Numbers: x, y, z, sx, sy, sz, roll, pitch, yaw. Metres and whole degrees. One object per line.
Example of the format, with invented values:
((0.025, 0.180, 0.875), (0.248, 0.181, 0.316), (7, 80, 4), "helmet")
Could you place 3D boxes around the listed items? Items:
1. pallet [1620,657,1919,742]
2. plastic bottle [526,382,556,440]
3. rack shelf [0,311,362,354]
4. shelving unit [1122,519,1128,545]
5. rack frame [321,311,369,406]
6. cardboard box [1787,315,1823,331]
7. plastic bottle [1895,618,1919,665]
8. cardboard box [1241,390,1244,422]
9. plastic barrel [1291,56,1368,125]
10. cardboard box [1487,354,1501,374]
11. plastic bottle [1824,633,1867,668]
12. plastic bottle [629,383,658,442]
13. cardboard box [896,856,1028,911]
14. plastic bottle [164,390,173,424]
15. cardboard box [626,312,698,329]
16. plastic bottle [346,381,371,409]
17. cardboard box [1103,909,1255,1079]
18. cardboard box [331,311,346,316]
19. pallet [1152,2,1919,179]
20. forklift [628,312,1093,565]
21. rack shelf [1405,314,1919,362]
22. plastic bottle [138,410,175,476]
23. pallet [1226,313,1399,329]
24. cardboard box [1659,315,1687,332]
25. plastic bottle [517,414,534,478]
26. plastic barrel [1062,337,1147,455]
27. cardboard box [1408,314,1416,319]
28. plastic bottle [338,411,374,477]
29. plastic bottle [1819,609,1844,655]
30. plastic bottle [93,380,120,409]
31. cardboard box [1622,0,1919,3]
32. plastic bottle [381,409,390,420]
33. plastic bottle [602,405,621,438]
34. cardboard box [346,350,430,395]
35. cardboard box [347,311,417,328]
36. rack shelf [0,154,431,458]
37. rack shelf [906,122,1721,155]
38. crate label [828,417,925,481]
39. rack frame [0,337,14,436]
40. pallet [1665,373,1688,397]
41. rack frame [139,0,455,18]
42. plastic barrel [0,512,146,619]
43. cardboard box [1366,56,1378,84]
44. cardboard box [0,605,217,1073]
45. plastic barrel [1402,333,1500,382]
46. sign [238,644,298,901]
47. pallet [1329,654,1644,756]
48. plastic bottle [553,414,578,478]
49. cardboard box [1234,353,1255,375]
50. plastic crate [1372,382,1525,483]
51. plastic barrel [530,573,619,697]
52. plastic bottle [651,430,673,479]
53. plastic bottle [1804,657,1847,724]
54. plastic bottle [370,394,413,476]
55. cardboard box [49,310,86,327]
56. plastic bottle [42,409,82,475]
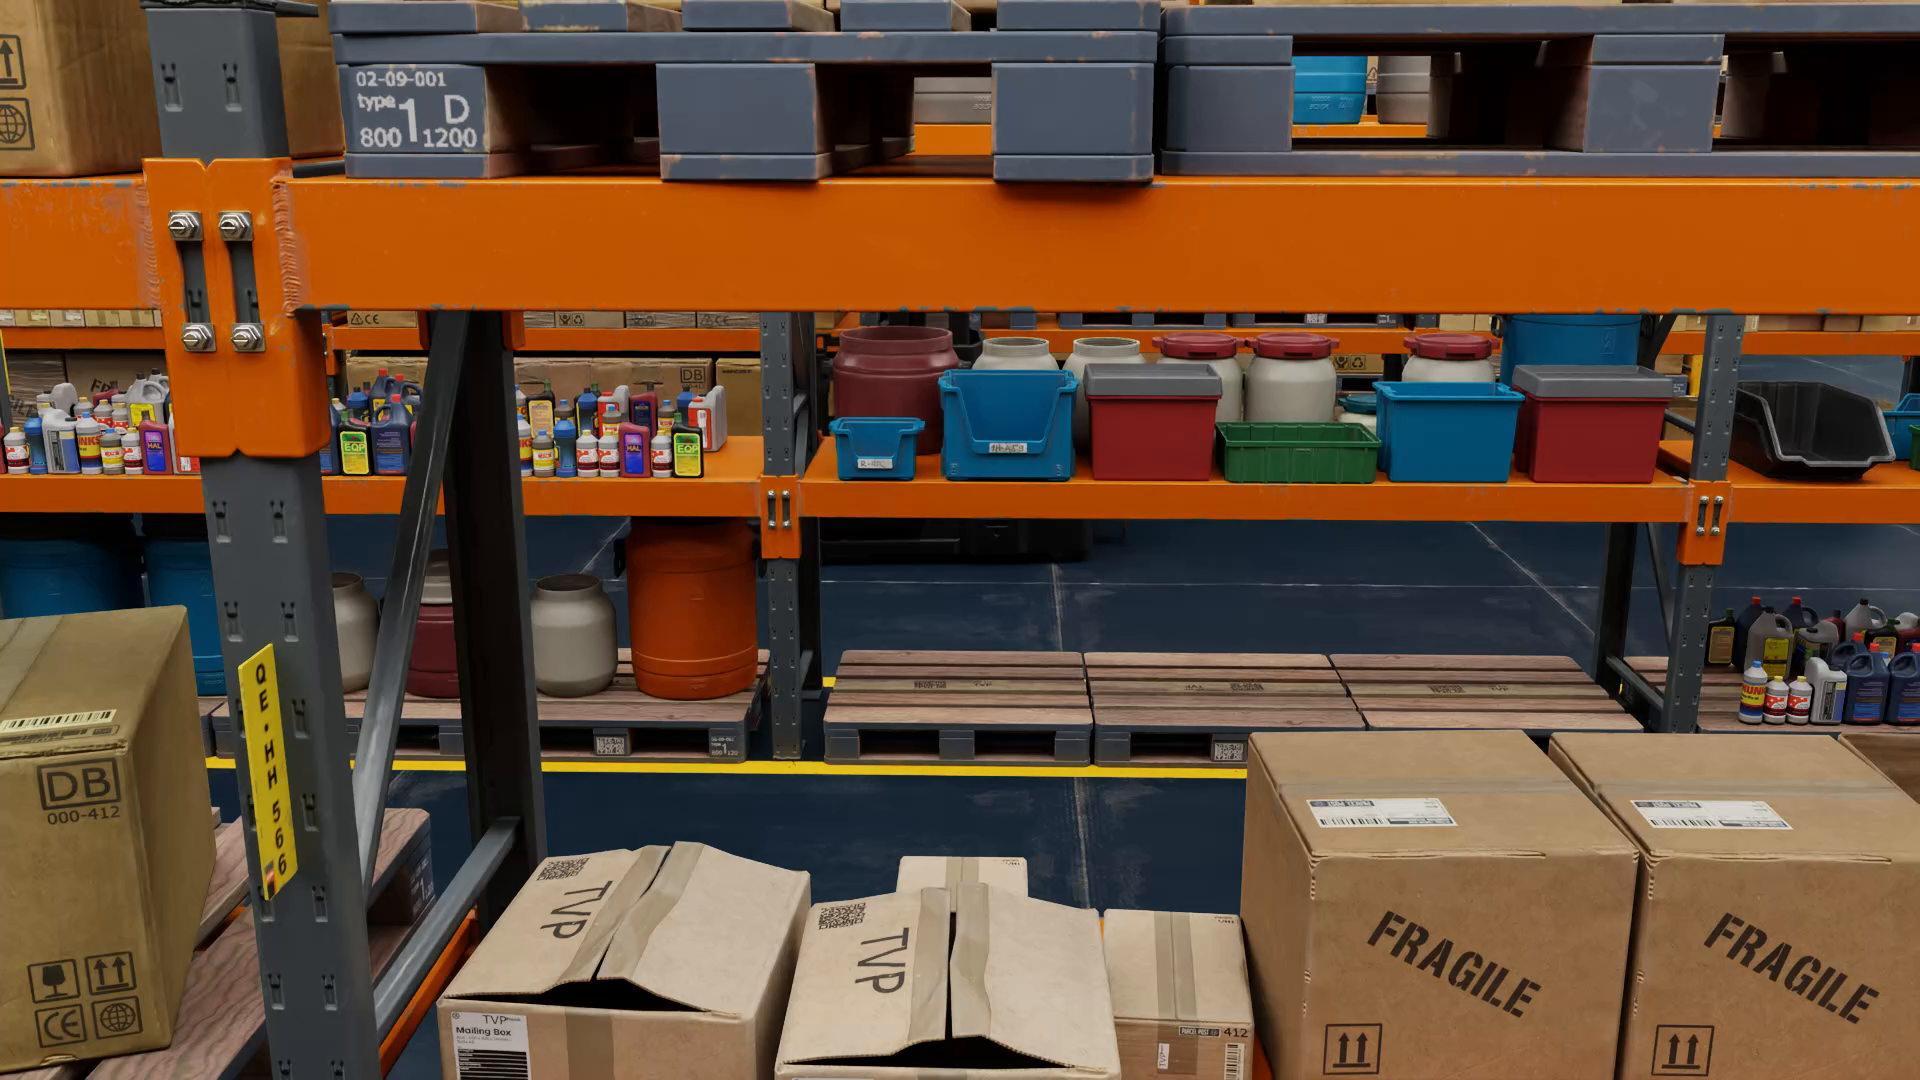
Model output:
((3.895, 0.814, 7.840), (1.213, 0.211, 1.003), (0, 15, 1), "pallet")
((-2.024, -0.621, 8.042), (0.133, 0.283, 0.061), (0, 15, 1), "plastic bottle")
((-6.645, -1.529, 12.667), (4.000, 0.370, 1.077), (0, 15, 1), "rack shelf")
((1.024, -0.504, 11.165), (0.252, 1.050, 0.215), (4, 15, 1), "shelving unit")
((-4.646, -1.864, 12.526), (0.127, 3.000, 1.000), (0, 15, 1), "rack frame")
((6.061, -1.622, 12.099), (0.250, 0.149, 0.380), (0, 15, 1), "cardboard box")
((4.551, 0.515, 7.970), (0.133, 0.283, 0.061), (0, 15, 1), "plastic bottle")
((2.262, -0.834, 12.657), (0.500, 0.500, 0.700), (0, 15, 1), "cardboard box")
((1.404, -2.198, 6.929), (0.708, 0.901, 0.600), (0, 15, 1), "plastic barrel")
((5.108, -2.225, 17.236), (0.875, 0.875, 0.875), (0, 15, 2), "cardboard box")
((4.025, 0.593, 7.541), (0.185, 0.351, 0.144), (0, 15, 1), "plastic bottle")
((-1.525, -0.618, 8.030), (0.133, 0.283, 0.061), (0, 15, 1), "plastic bottle")
((0.002, 0.745, 3.129), (0.250, 0.149, 0.380), (0, 15, 1), "cardboard box")
((-3.664, -0.617, 7.894), (0.185, 0.351, 0.144), (0, 15, 1), "plastic bottle")
((-2.164, -1.834, 12.215), (0.500, 0.500, 0.500), (0, 15, 0), "cardboard box")
((-2.902, -0.627, 8.064), (0.133, 0.283, 0.061), (0, 15, 1), "plastic bottle")
((0.372, 0.804, 2.907), (0.250, 0.149, 0.380), (1, 15, 6), "cardboard box")
((-4.933, -1.829, 12.887), (0.250, 0.149, 0.380), (0, 15, 2), "cardboard box")
((0.895, -0.683, 2.538), (1.213, 0.211, 1.003), (1, 15, 4), "pallet")
((-0.660, -1.392, 10.872), (3.031, 2.935, 1.130), (0, 15, -2), "forklift")
((5.351, -1.451, 12.371), (4.000, 0.370, 1.077), (0, 15, 1), "rack shelf")
((-3.529, -0.428, 7.310), (0.133, 0.283, 0.061), (0, 15, 1), "plastic bottle")
((2.591, -1.761, 12.512), (1.213, 0.211, 1.003), (0, 15, 1), "pallet")
((5.059, -1.606, 12.040), (0.250, 0.149, 0.380), (0, 15, 1), "cardboard box")
((-1.924, -0.416, 7.289), (0.097, 0.271, 0.097), (0, 15, 0), "plastic bottle")
((0.681, -0.674, 7.796), (0.421, 0.512, 0.421), (0, 15, 0), "plastic barrel")
((3.574, -1.764, 12.639), (0.250, 0.149, 0.380), (0, 15, 1), "cardboard box")
((-2.650, -0.422, 7.288), (0.133, 0.283, 0.061), (0, 15, 1), "plastic bottle")
((4.232, 0.474, 8.125), (0.133, 0.283, 0.061), (1, 15, 5), "plastic bottle")
((-4.138, -0.635, 8.094), (0.133, 0.283, 0.061), (0, 15, 1), "plastic bottle")
((1.185, -0.895, 2.442), (0.500, 0.250, 0.500), (-1, 15, -3), "cardboard box")
((-2.513, -0.458, 7.424), (0.133, 0.283, 0.061), (0, 15, 1), "plastic bottle")
((-1.645, -0.535, 7.878), (0.097, 0.201, 0.097), (0, 15, 0), "plastic bottle")
((-4.005, -1.041, 12.747), (0.875, 0.875, 1.225), (0, 15, 2), "cardboard box")
((-4.192, -1.846, 12.260), (0.500, 0.500, 0.500), (0, 15, 2), "cardboard box")
((-2.903, -0.427, 2.610), (4.000, 0.370, 1.077), (0, 15, 1), "rack shelf")
((1.226, -1.665, 7.299), (4.000, 0.370, 1.077), (0, 15, 1), "rack shelf")
((-0.362, -0.396, 7.288), (0.416, 0.233, 0.303), (0, 15, 1), "crate label")
((-4.772, -0.601, 7.738), (0.127, 3.000, 1.000), (0, 15, 1), "rack frame")
((6.777, -1.687, 17.321), (1.213, 0.211, 1.003), (0, 15, 1), "pallet")
((-0.904, -2.213, 2.086), (0.127, 3.000, 1.000), (0, 15, 1), "rack frame")
((-4.229, 0.218, 7.922), (0.708, 0.901, 0.600), (0, 15, 1), "plastic barrel")
((2.884, -3.544, 11.986), (0.637, 0.503, 0.797), (0, 15, -1), "cardboard box")
((-1.536, 0.461, 2.692), (0.500, 0.500, 0.700), (-5, 16, -17), "cardboard box")
((2.274, -0.677, 7.759), (0.433, 0.535, 0.433), (0, 15, 0), "plastic barrel")
((-0.908, 0.305, 2.189), (0.005, 0.325, 0.100), (0, 15, 1), "sign")
((2.439, 0.804, 7.878), (1.213, 0.211, 1.003), (0, 15, 1), "pallet")
((-1.729, -0.415, 7.284), (0.097, 0.271, 0.097), (0, 15, 0), "plastic bottle")
((2.956, -2.173, 17.282), (0.750, 0.750, 1.050), (0, 15, 1), "cardboard box")
((2.114, -0.469, 7.269), (0.575, 0.384, 0.392), (0, 15, 1), "plastic crate")
((-1.830, 0.445, 7.826), (0.421, 0.512, 0.421), (0, 15, 0), "plastic barrel")
((-1.304, -0.378, 7.283), (0.097, 0.201, 0.097), (0, 15, 0), "plastic bottle")
((3.856, 0.664, 7.419), (0.135, 0.276, 0.152), (1, 15, 3), "plastic bottle")
((-2.489, -0.464, 7.316), (0.185, 0.351, 0.144), (0, 15, 1), "plastic bottle")
((-6.498, -1.671, 12.287), (0.250, 0.149, 0.380), (1, 15, 2), "cardboard box")
((-3.953, -0.439, 7.365), (0.135, 0.276, 0.152), (0, 15, 1), "plastic bottle")
